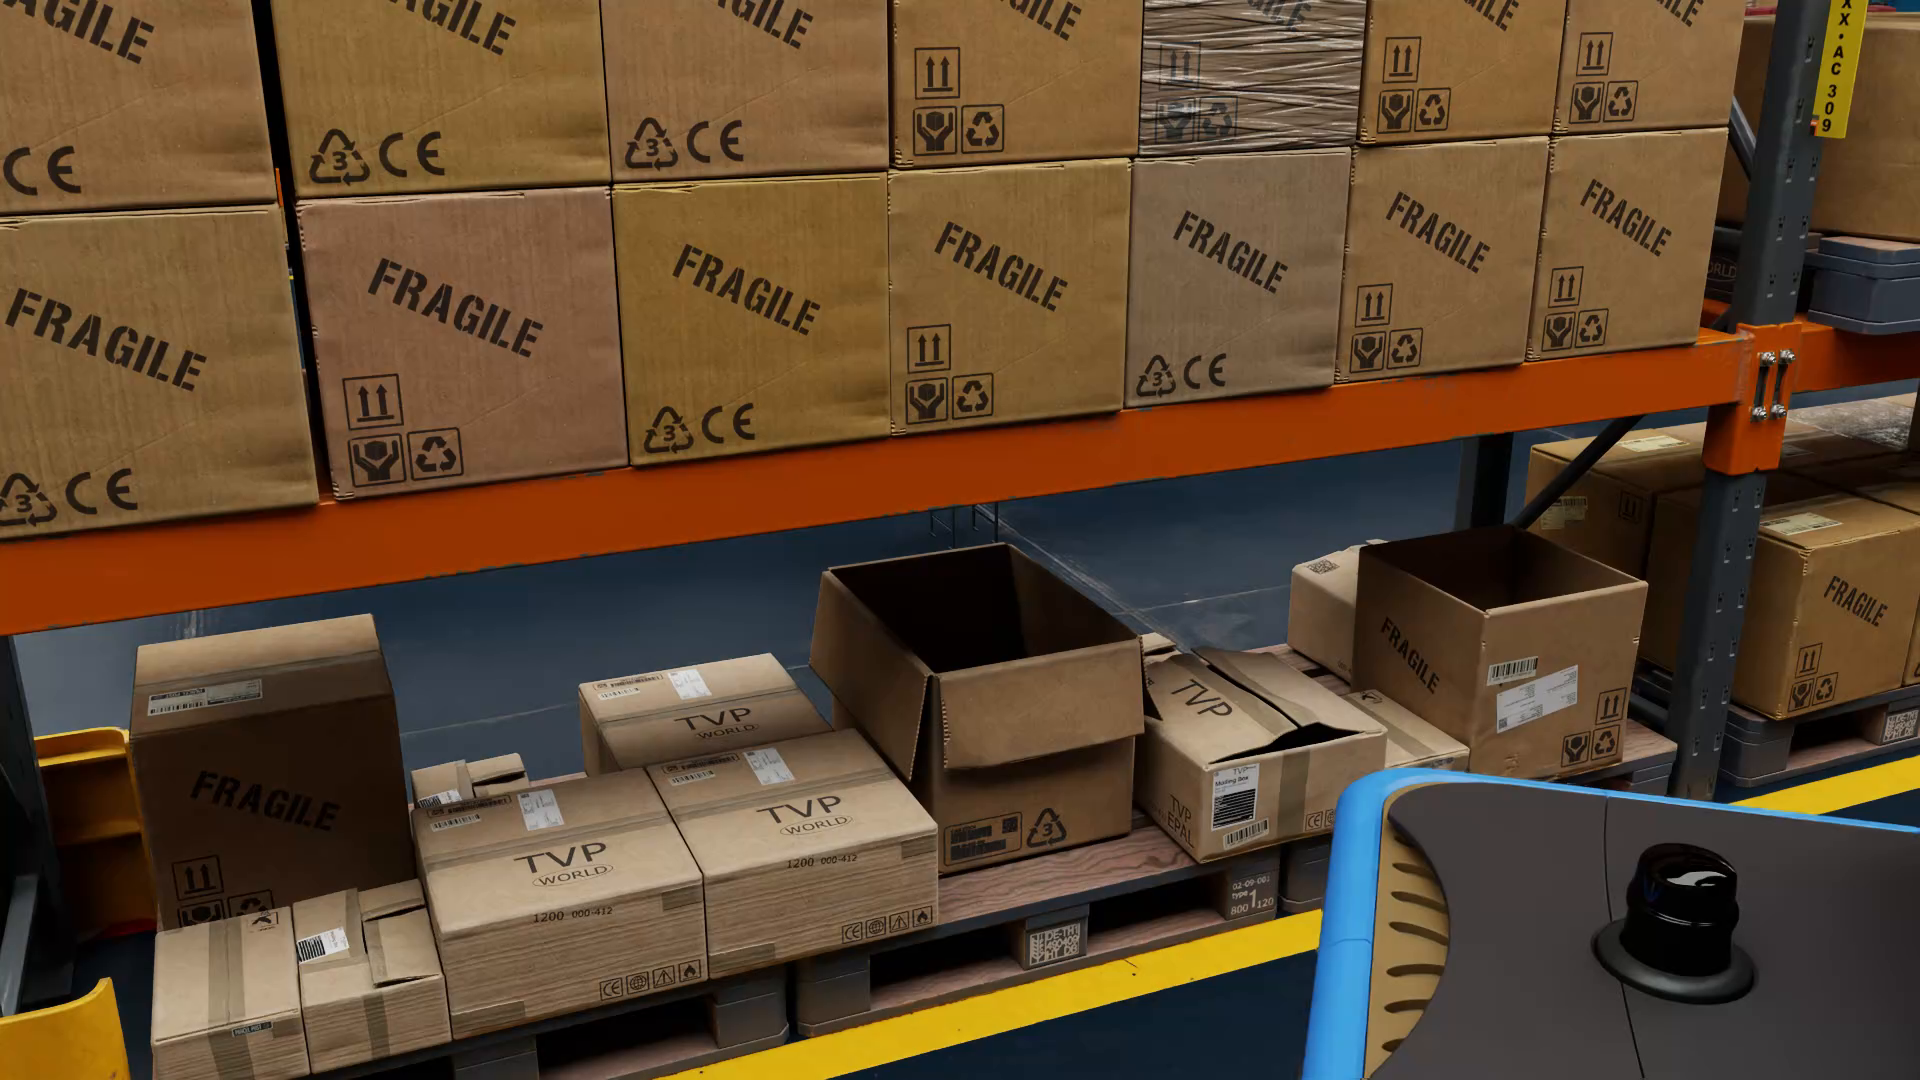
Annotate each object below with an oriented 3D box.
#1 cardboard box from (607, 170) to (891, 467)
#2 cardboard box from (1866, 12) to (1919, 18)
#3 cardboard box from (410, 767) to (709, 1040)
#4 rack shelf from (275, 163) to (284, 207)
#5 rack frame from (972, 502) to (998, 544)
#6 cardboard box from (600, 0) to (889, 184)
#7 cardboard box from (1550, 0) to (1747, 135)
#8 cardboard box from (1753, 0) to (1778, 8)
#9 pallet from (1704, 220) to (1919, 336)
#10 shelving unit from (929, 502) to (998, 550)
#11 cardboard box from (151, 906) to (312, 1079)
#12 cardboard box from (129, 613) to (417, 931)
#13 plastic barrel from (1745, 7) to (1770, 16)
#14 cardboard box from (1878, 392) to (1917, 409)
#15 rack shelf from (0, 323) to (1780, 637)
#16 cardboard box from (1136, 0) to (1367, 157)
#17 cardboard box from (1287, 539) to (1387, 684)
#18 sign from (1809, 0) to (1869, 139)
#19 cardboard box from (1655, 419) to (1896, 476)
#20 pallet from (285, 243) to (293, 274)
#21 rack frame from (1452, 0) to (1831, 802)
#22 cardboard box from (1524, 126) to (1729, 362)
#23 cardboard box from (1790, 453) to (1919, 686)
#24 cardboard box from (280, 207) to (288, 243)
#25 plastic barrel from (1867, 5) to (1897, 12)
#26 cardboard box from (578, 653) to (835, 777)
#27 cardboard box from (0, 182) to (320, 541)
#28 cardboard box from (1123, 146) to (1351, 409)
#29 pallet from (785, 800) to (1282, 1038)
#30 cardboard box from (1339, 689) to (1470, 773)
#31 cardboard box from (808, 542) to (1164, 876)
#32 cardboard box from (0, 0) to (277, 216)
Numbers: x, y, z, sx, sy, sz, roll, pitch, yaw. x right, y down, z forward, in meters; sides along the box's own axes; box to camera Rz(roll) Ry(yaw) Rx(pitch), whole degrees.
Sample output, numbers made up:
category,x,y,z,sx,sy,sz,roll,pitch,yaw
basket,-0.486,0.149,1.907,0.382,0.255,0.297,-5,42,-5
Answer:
category,x,y,z,sx,sy,sz,roll,pitch,yaw
cardboard box,-0.456,-0.472,3.195,0.500,0.500,0.500,-8,21,-22
cardboard box,2.901,-1.188,4.595,0.500,0.500,0.700,-5,20,-13
cardboard box,-0.831,0.726,3.420,0.500,0.250,0.500,-8,21,-22
rack shelf,-2.024,-1.747,8.050,4.000,0.370,1.077,-8,21,-22
rack frame,0.097,-0.580,6.362,0.006,1.200,0.240,-8,21,-22
cardboard box,-0.451,-0.944,3.031,0.500,0.500,0.500,-8,21,-21
cardboard box,1.409,-1.212,3.791,0.500,0.500,0.500,-8,21,-22
cardboard box,7.942,-5.460,16.913,0.500,0.500,0.875,-8,21,-22
pallet,2.548,-0.820,4.622,1.213,0.211,1.003,-8,21,-22
shelving unit,0.013,-0.568,6.328,0.189,1.200,0.258,-8,21,-22
cardboard box,-1.381,0.875,3.151,0.250,0.149,0.380,-8,21,-22
cardboard box,-1.500,0.513,3.651,0.500,0.500,0.500,-8,21,-22
plastic barrel,5.122,-3.253,11.041,0.433,0.535,0.433,0,19,0
cardboard box,3.495,-0.215,5.718,0.500,0.500,0.500,-9,21,-24
rack shelf,-0.065,-0.236,3.759,4.000,0.370,1.077,-8,21,-22
cardboard box,0.477,-1.077,3.409,0.500,0.500,0.500,-8,21,-21
cardboard box,1.300,0.212,4.791,0.500,0.311,0.500,-8,21,-22
sign,1.993,-1.082,3.776,0.005,0.325,0.100,-8,21,-22
cardboard box,2.568,-0.082,5.339,0.500,0.500,0.500,-8,21,-22
pallet,-5.119,-2.147,12.303,1.213,0.211,1.003,-8,21,-22
rack frame,1.771,-0.838,4.387,0.127,3.000,1.000,-8,21,-22
cardboard box,1.414,-0.742,3.961,0.500,0.500,0.500,-8,21,-21
cardboard box,2.797,0.070,4.907,0.500,0.500,0.500,-8,21,-21
cardboard box,-5.266,-2.638,12.065,0.875,0.875,0.875,-8,21,-22
plastic barrel,6.193,-3.407,11.477,0.433,0.535,0.433,0,19,0
cardboard box,-0.616,0.515,4.021,0.500,0.250,0.500,-8,21,-22
cardboard box,-1.390,-0.337,2.813,0.500,0.500,0.500,-8,21,-21
cardboard box,0.470,-0.605,3.573,0.500,0.500,0.500,-8,21,-21
pallet,0.018,0.729,4.134,1.213,0.211,1.003,-8,21,-22
cardboard box,1.040,0.528,4.136,0.250,0.149,0.380,-8,21,-22
cardboard box,0.048,0.380,4.022,0.637,0.503,0.797,-8,21,-22
cardboard box,-1.390,-0.809,2.647,0.500,0.500,0.500,-7,21,-20
